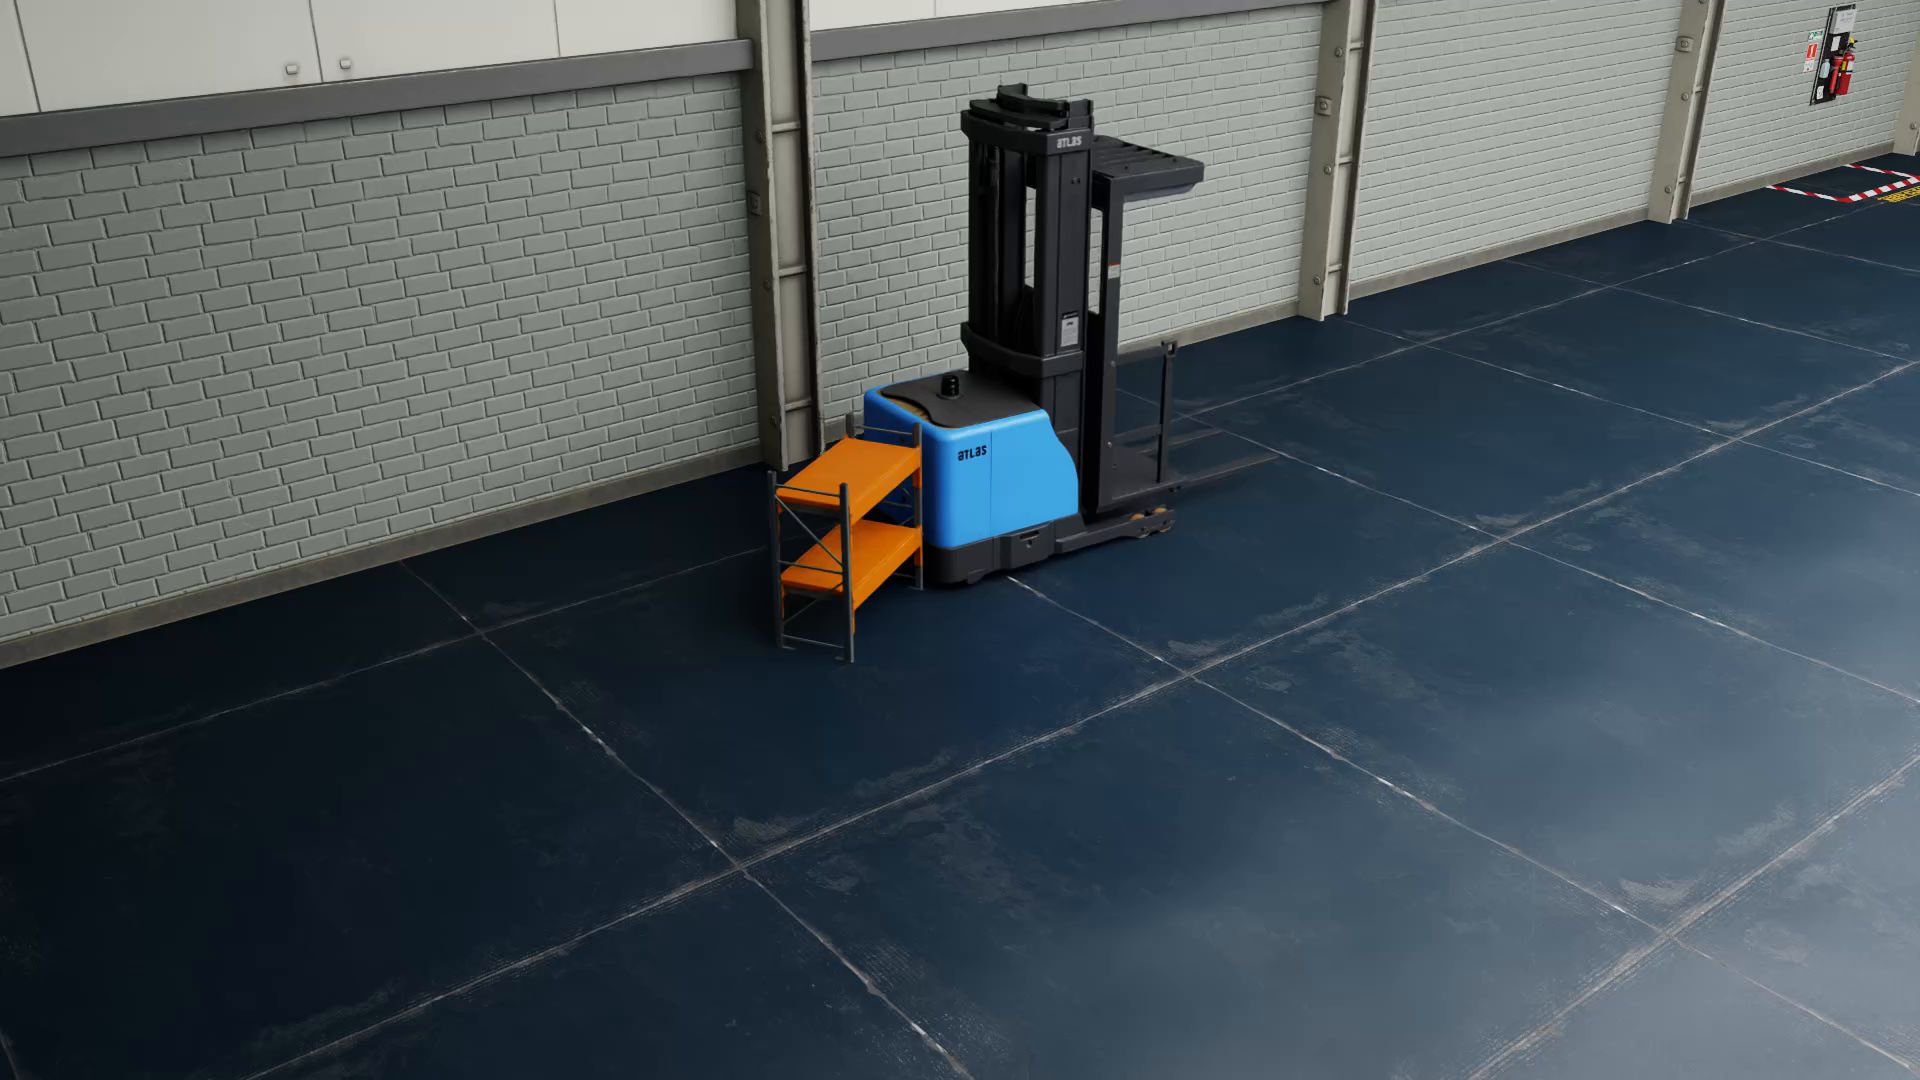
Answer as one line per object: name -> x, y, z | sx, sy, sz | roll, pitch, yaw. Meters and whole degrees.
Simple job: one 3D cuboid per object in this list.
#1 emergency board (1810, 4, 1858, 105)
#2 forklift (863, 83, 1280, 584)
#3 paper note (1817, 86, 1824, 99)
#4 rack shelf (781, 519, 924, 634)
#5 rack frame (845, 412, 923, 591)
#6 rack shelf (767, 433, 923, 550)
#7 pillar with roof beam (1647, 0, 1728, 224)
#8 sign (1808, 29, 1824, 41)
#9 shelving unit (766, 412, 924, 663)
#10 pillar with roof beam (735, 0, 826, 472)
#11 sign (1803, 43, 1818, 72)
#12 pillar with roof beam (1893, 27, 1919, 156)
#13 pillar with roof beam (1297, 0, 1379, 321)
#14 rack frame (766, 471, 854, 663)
emergency board -> 10.936, -6.015, 20.648 | 0.643, 1.169, 0.194 | -18, 31, -34
forklift -> 0.870, -1.508, 11.017 | 3.031, 2.935, 1.130 | -15, 29, -30
paper note -> 10.754, -5.593, 20.783 | 0.142, 0.148, 0.016 | -18, 31, -34
rack shelf -> -0.665, 0.186, 10.094 | 0.538, 0.278, 1.000 | 10, 27, 20
rack frame -> -0.472, -0.234, 10.418 | 0.500, 1.125, 0.032 | 10, 27, 20
rack shelf -> -0.665, -0.301, 9.868 | 0.538, 0.278, 1.000 | 10, 27, 20
pillar with roof beam -> 10.839, -6.381, 14.310 | 0.400, 9.000, 9.100 | -18, 31, -34
sign -> 10.446, -6.161, 20.289 | 0.331, 0.109, 0.001 | -18, 31, -34
shelving unit -> -0.665, -0.036, 9.991 | 0.538, 1.125, 1.048 | 10, 27, 20
pillar with roof beam -> 1.396, -3.264, 7.593 | 0.400, 9.000, 9.100 | -18, 31, -34
sign -> 10.437, -5.922, 20.404 | 0.234, 0.329, 0.001 | -18, 31, -34
pillar with roof beam -> 15.561, -7.940, 17.668 | 0.400, 9.000, 9.100 | -18, 31, -34
pillar with roof beam -> 6.118, -4.822, 10.951 | 0.400, 9.000, 9.100 | -18, 31, -34
rack frame -> -0.858, 0.162, 9.565 | 0.500, 1.125, 0.032 | 10, 27, 20
